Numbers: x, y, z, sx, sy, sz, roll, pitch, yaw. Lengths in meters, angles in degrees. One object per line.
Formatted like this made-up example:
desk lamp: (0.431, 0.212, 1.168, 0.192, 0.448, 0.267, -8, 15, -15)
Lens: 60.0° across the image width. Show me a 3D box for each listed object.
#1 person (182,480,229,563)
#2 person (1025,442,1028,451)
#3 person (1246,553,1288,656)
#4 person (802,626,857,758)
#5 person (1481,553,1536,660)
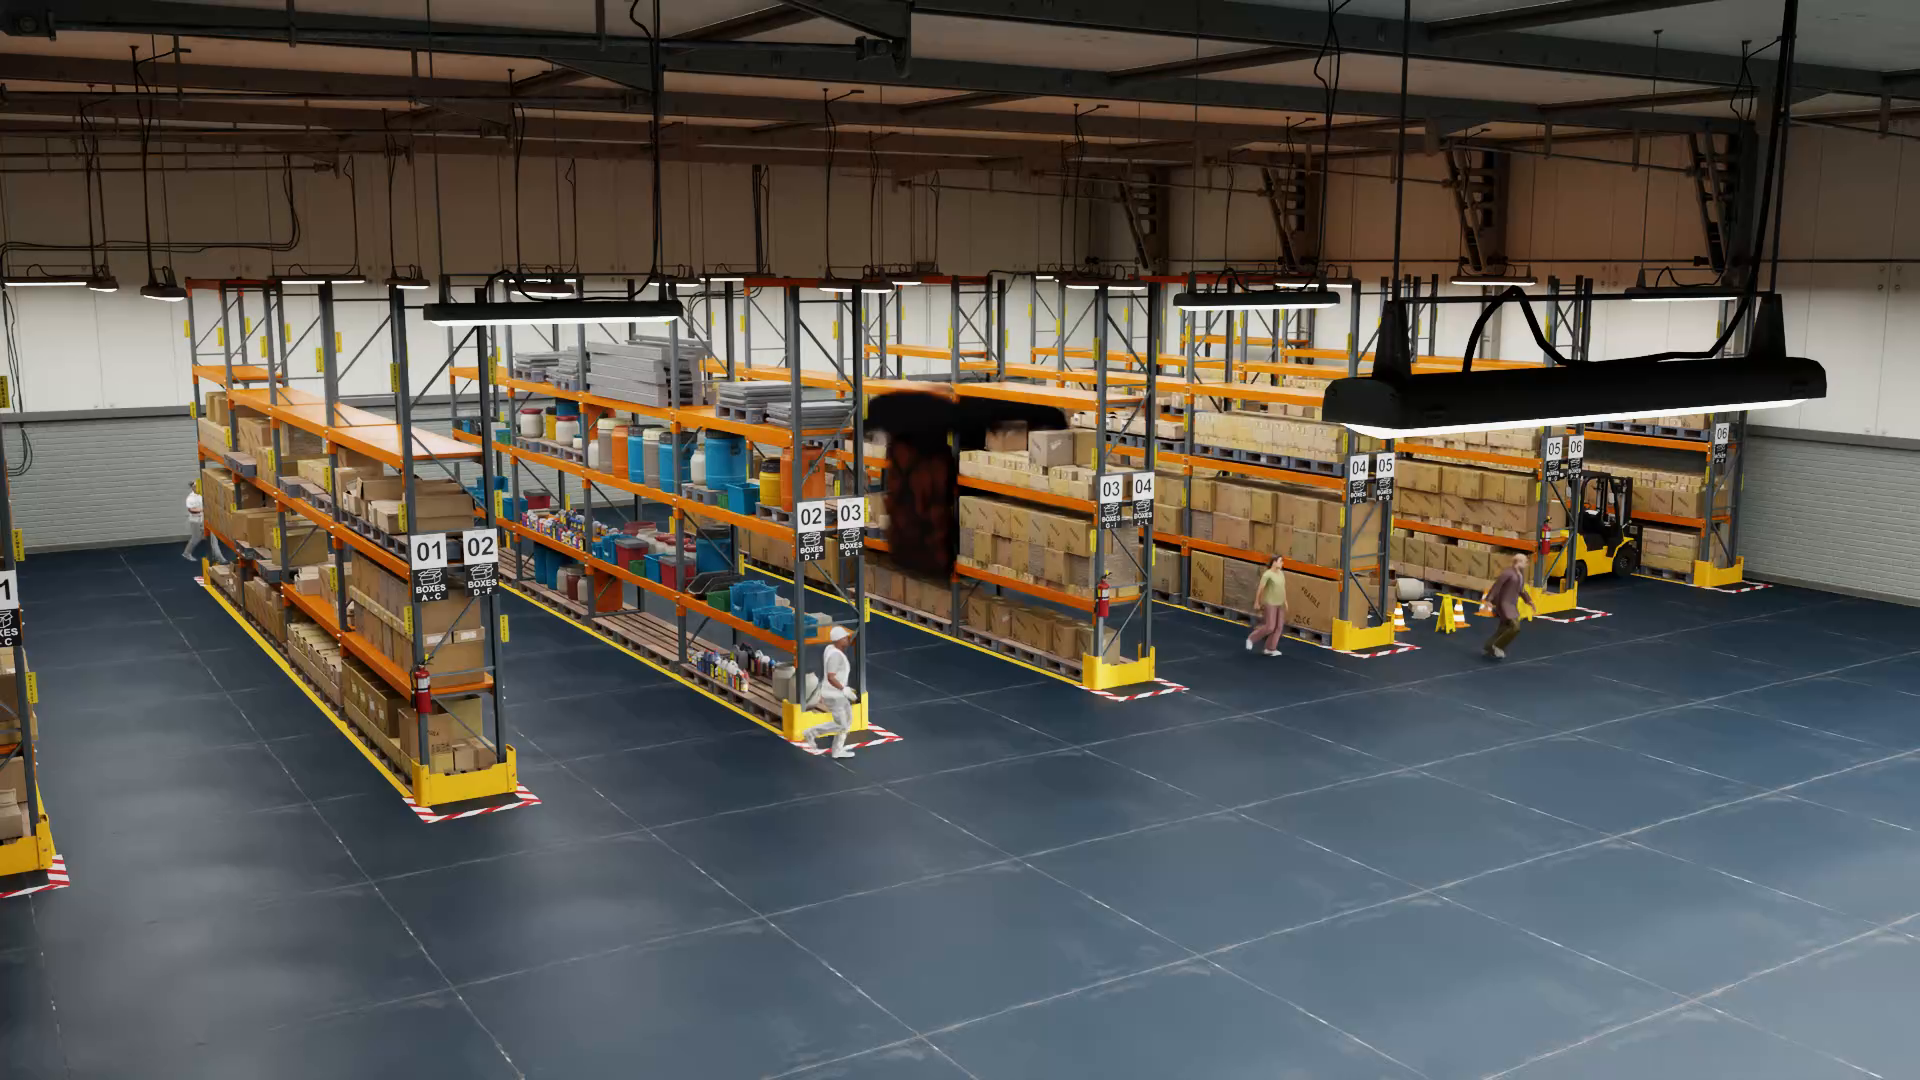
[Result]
person: (-15.954, -0.376, 34.897, 0.924, 1.817, 0.695, 1, 10, 8)
person: (1.702, -2.238, 46.346, 0.518, 1.699, 0.775, 7, 12, 36)
person: (4.947, 1.031, 26.842, 0.603, 1.655, 0.546, -9, 13, -42)
person: (-1.668, 1.952, 21.229, 0.706, 1.725, 0.666, -1, 10, -4)
person: (8.737, 1.058, 26.488, 0.764, 1.731, 0.680, 7, 12, 35)
